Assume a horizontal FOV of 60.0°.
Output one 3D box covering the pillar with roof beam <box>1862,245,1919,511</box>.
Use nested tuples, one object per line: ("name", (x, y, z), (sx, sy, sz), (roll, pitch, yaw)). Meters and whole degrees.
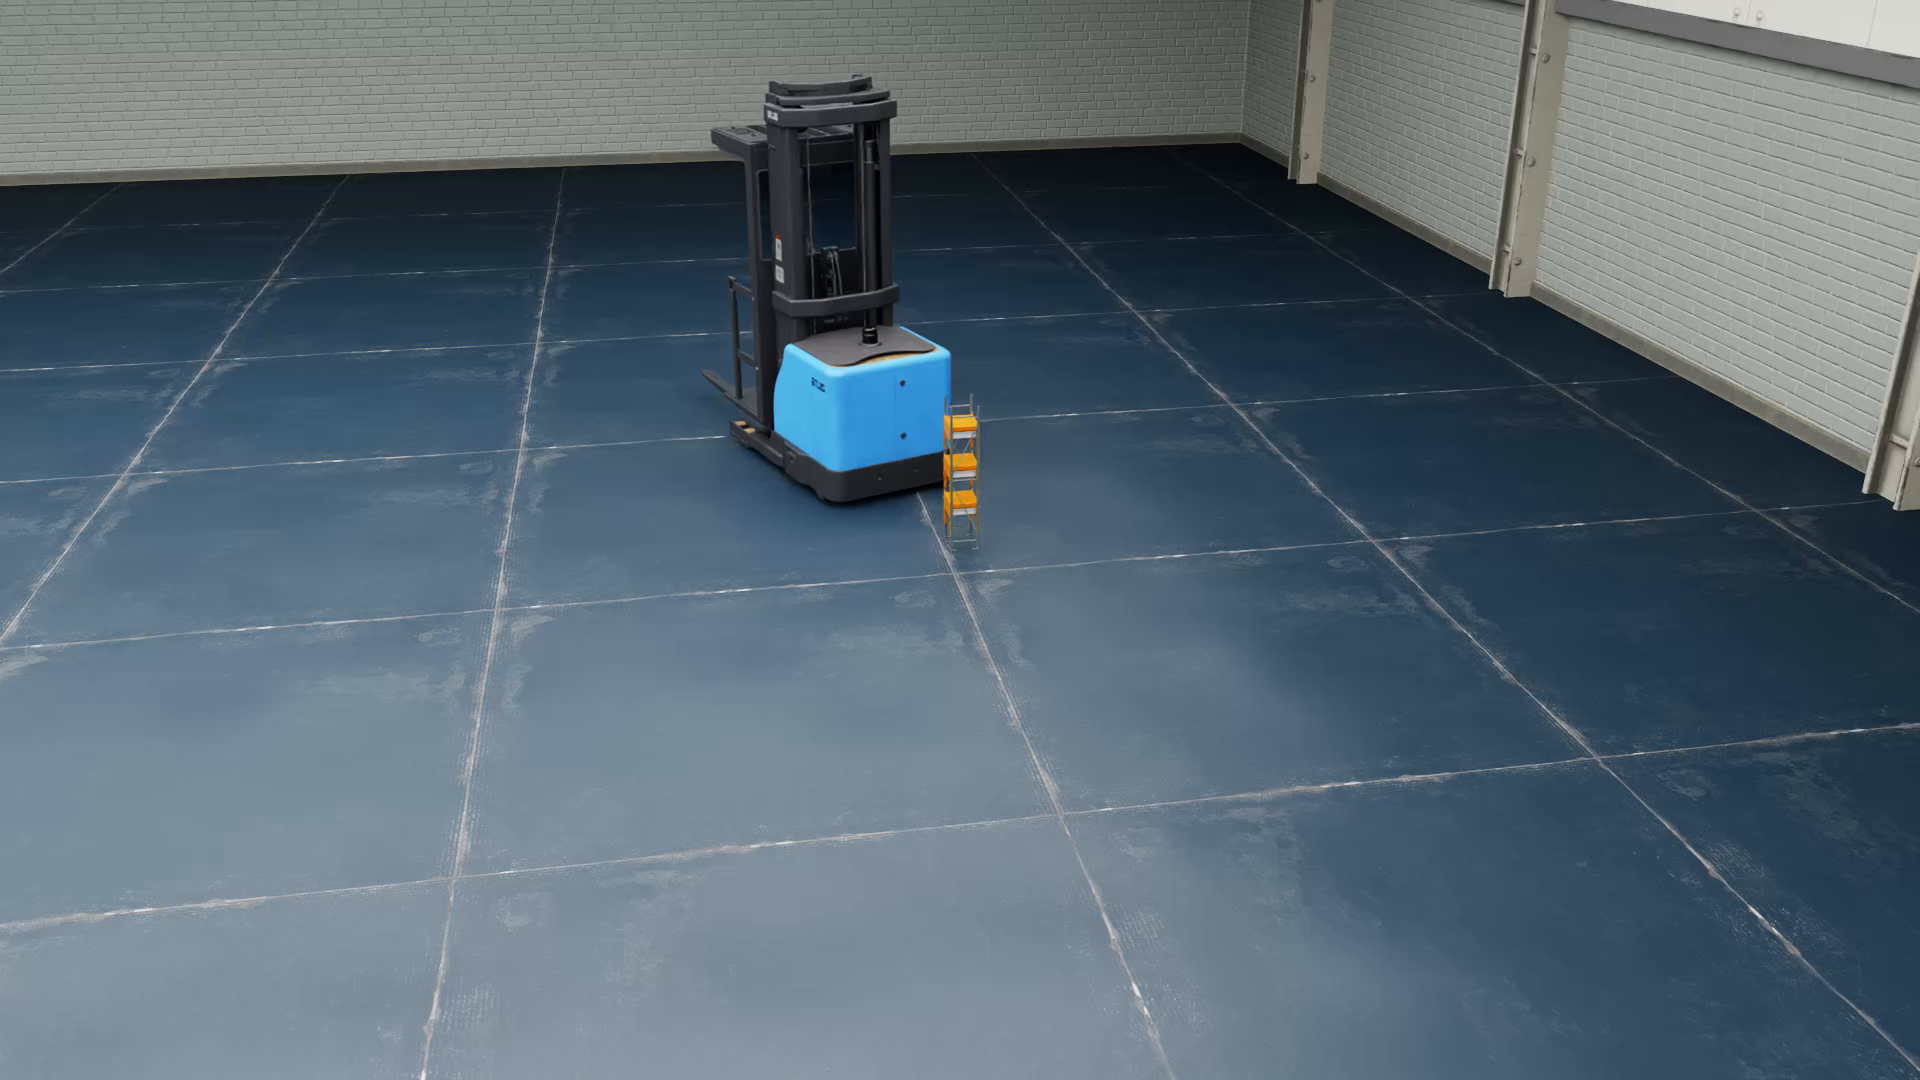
("pillar with roof beam", (2.785, -4.109, 9.916), (9.100, 9.000, 0.400), (-4, 24, -10))

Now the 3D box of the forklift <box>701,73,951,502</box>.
("forklift", (-1.227, -2.167, 13.051), (1.130, 2.935, 3.031), (-13, 27, -27))

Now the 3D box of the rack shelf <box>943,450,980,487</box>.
("rack shelf", (0.010, -0.450, 11.496), (0.215, 0.259, 0.240), (-4, 24, -10))

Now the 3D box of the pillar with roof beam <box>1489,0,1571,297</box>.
("pillar with roof beam", (1.676, -6.469, 15.319), (9.100, 9.000, 0.400), (-4, 24, -10))

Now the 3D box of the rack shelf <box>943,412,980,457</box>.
("rack shelf", (0.010, -0.710, 11.382), (0.215, 0.259, 0.240), (-4, 24, -10))

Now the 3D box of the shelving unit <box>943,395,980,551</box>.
("shelving unit", (0.010, -0.460, 11.492), (0.215, 1.050, 0.252), (-4, 24, -10))

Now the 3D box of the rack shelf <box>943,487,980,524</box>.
("rack shelf", (0.010, -0.196, 11.607), (0.215, 0.259, 0.240), (-4, 24, -10))

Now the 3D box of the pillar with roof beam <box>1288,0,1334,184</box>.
("pillar with roof beam", (0.566, -8.829, 20.723), (9.100, 9.000, 0.400), (-4, 24, -10))

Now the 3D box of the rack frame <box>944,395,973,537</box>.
("rack frame", (-0.013, -0.508, 11.602), (0.200, 1.050, 0.008), (-4, 24, -10))

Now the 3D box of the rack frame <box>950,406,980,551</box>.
("rack frame", (0.032, -0.412, 11.382), (0.200, 1.050, 0.008), (-4, 24, -10))
